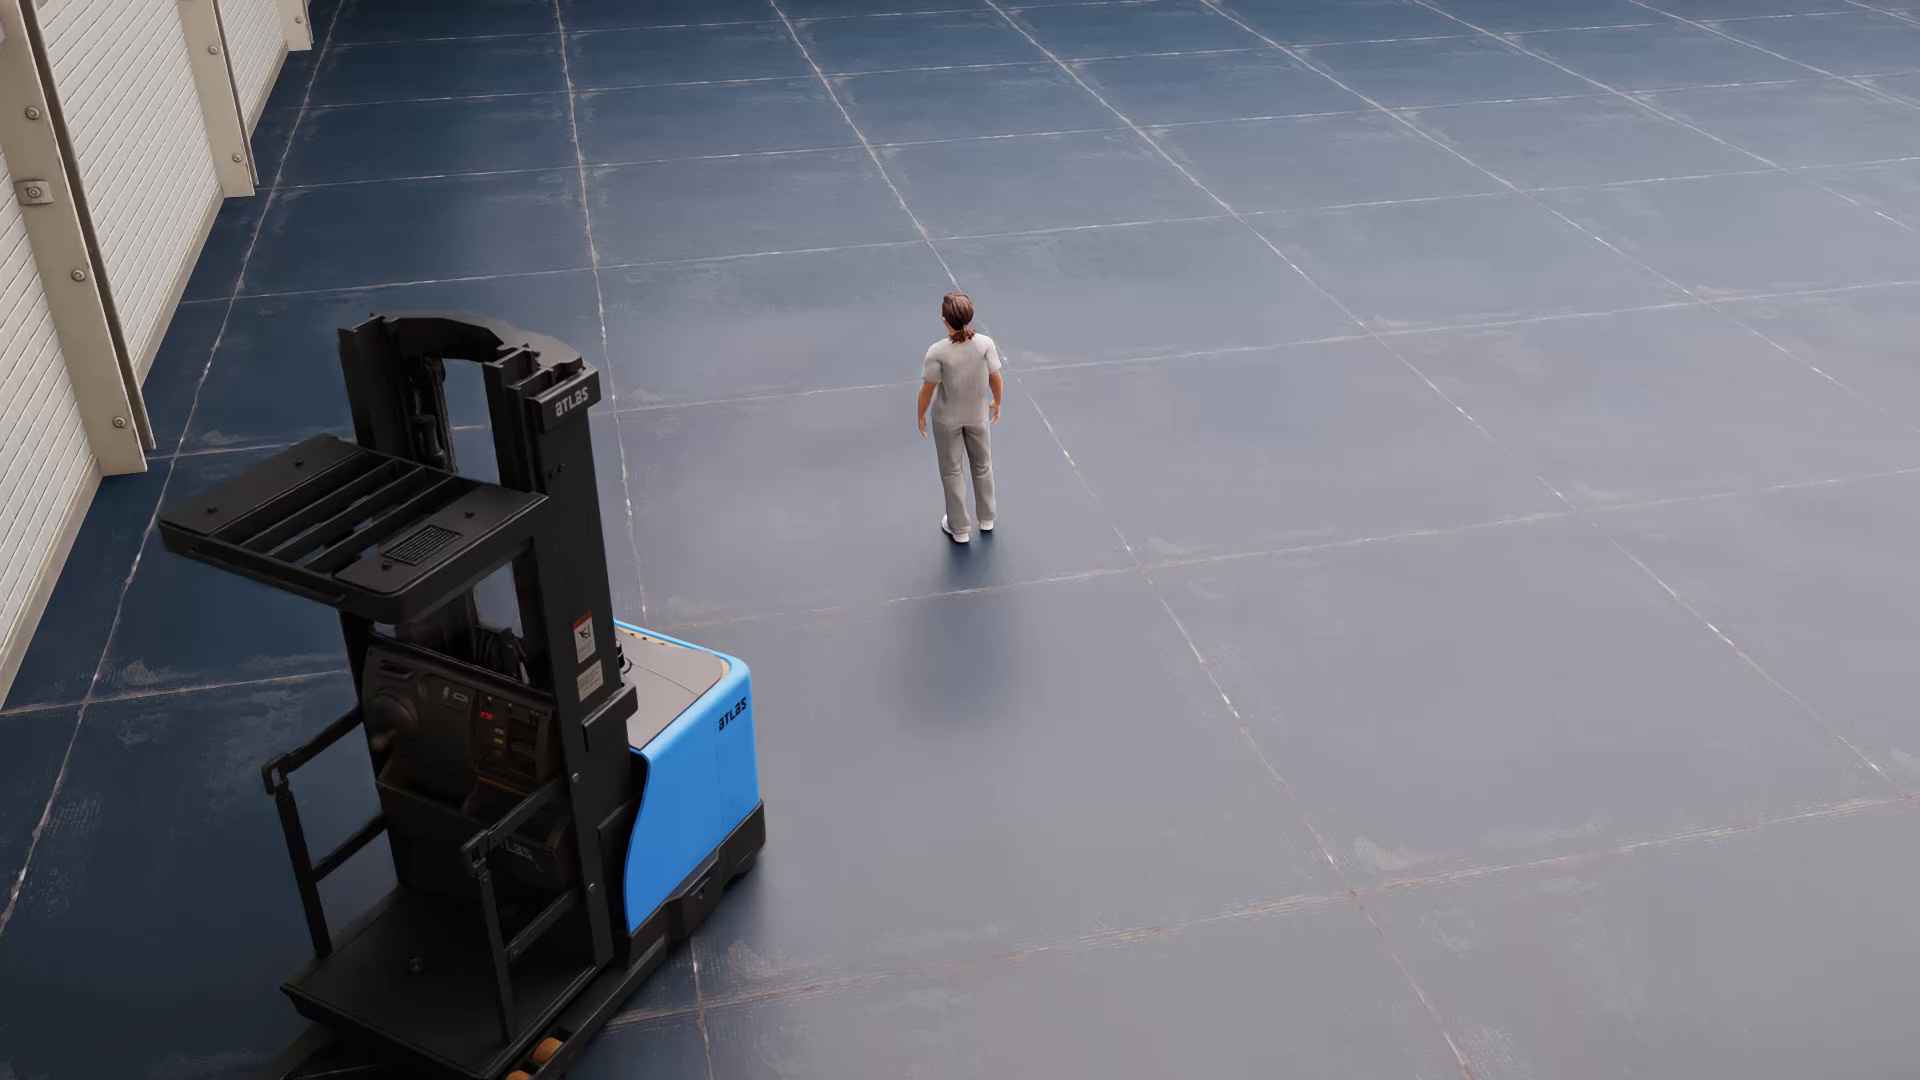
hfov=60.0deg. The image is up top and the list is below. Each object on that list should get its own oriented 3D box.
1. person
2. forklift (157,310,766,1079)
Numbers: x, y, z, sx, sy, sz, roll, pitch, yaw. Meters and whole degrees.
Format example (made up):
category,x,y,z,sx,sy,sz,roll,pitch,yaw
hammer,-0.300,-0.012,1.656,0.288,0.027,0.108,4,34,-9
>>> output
category,x,y,z,sx,sy,sz,roll,pitch,yaw
person,-0.004,-0.769,10.142,0.549,1.673,0.548,-7,31,-12
forklift,-2.053,0.744,6.289,1.130,2.935,3.031,15,33,24
